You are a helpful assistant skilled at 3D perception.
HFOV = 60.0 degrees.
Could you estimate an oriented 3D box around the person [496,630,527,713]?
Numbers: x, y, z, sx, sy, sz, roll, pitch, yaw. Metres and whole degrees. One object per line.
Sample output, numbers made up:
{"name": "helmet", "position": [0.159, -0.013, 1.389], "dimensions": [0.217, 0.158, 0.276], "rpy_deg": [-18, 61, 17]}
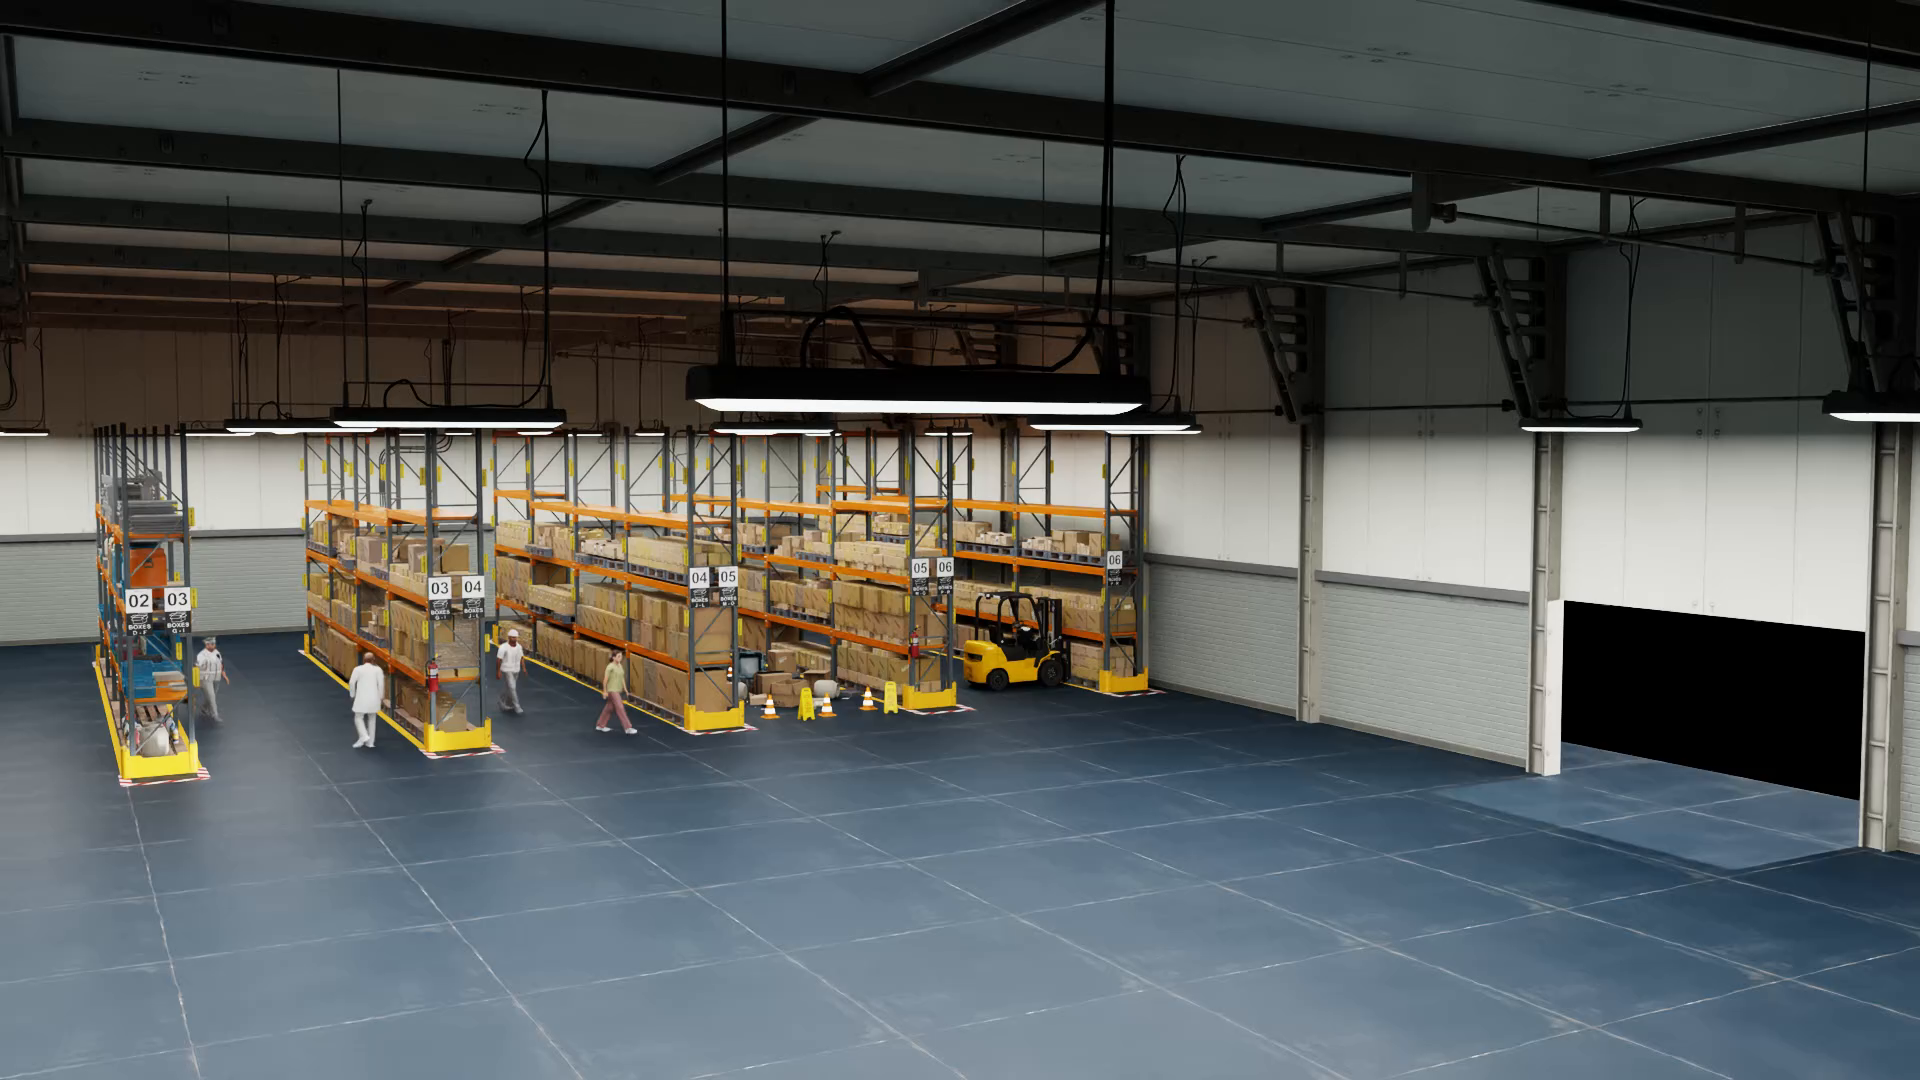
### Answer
{"name": "person", "position": [-9.344, 2.729, 34.777], "dimensions": [1.008, 1.705, 0.598], "rpy_deg": [2, 4, 30]}

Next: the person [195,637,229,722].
{"name": "person", "position": [-15.206, 2.806, 33.739], "dimensions": [1.091, 1.703, 0.616], "rpy_deg": [3, 4, 37]}

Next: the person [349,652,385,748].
{"name": "person", "position": [-10.998, 2.976, 30.892], "dimensions": [0.608, 1.755, 0.707], "rpy_deg": [-2, 4, -28]}

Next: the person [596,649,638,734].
{"name": "person", "position": [-6.637, 2.931, 32.265], "dimensions": [0.995, 1.615, 0.483], "rpy_deg": [1, 4, 14]}
